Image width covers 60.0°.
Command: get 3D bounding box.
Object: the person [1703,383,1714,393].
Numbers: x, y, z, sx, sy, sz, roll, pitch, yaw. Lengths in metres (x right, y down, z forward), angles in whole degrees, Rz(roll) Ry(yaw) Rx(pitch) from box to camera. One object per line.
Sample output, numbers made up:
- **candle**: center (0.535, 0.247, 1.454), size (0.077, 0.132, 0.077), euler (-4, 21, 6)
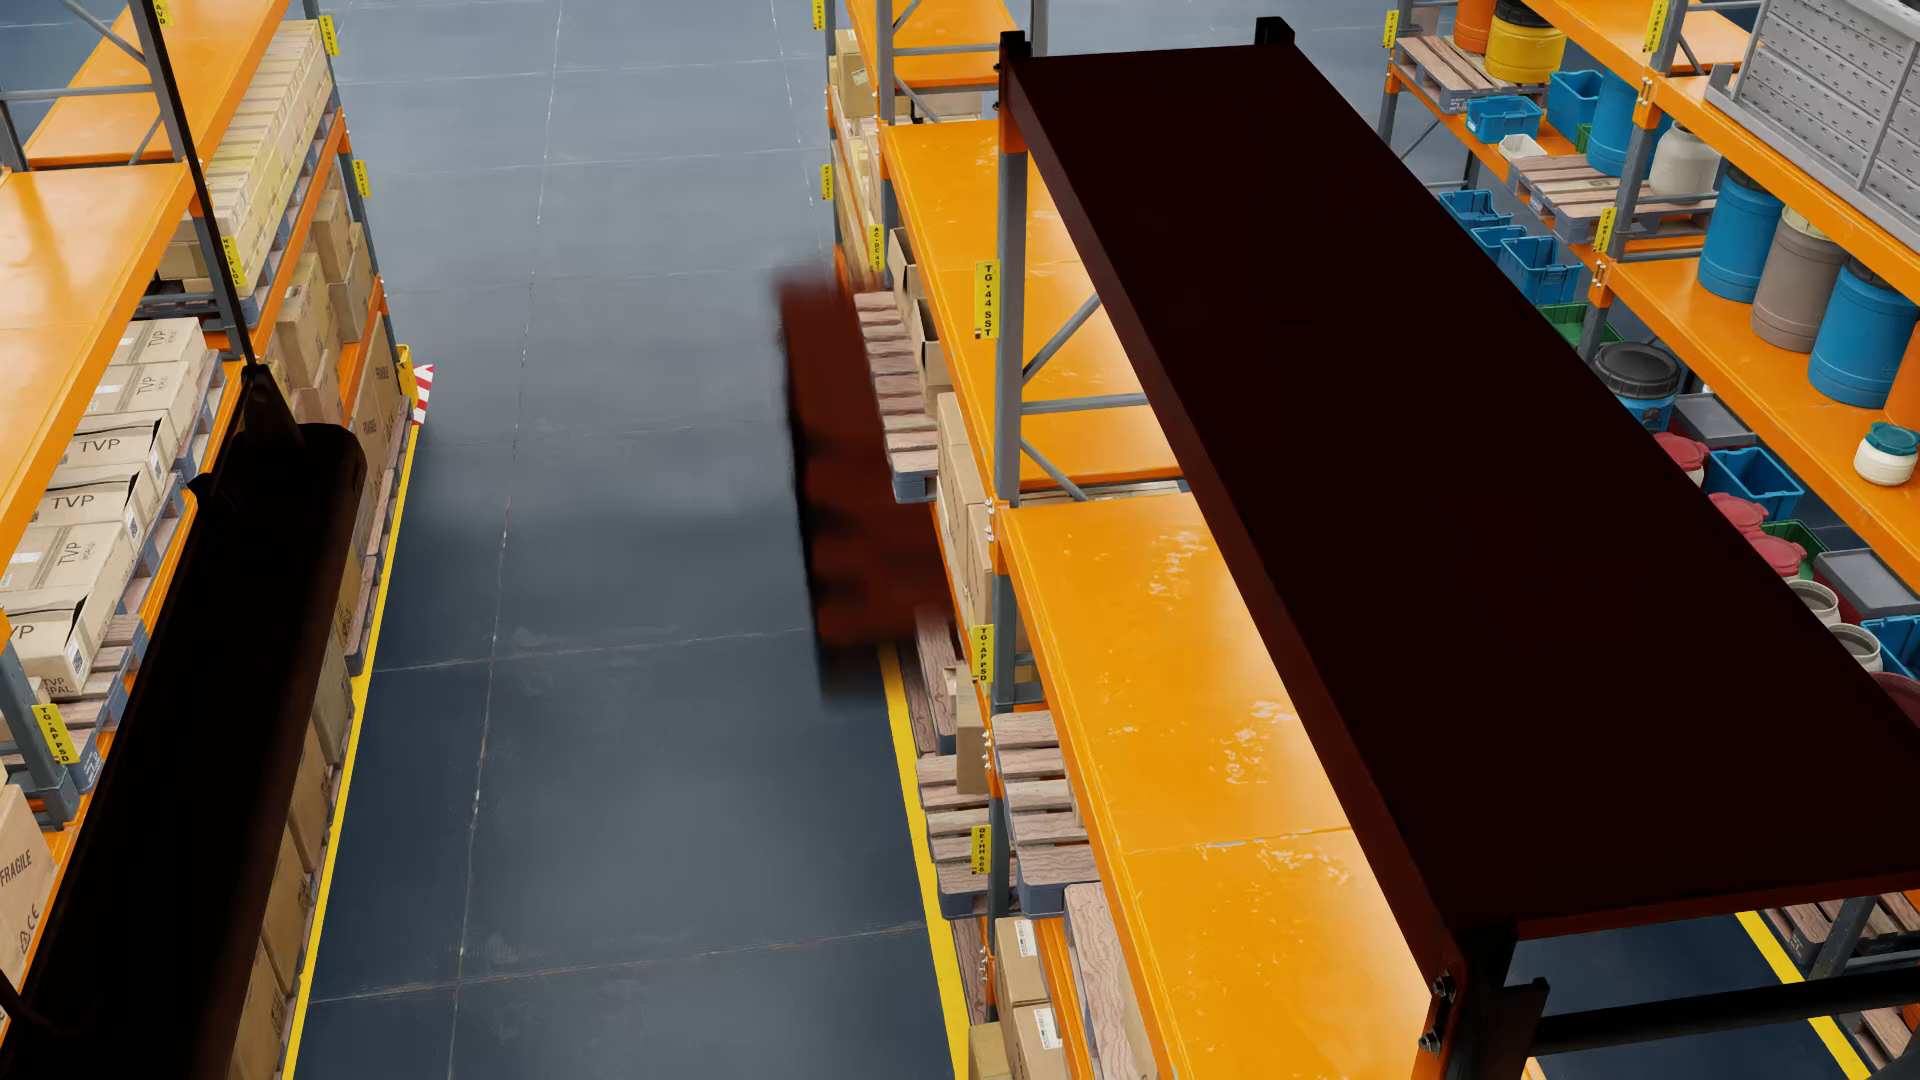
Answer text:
- **person**: center (6.911, -1.752, 14.512), size (0.430, 1.520, 1.021), euler (-27, 44, -32)
